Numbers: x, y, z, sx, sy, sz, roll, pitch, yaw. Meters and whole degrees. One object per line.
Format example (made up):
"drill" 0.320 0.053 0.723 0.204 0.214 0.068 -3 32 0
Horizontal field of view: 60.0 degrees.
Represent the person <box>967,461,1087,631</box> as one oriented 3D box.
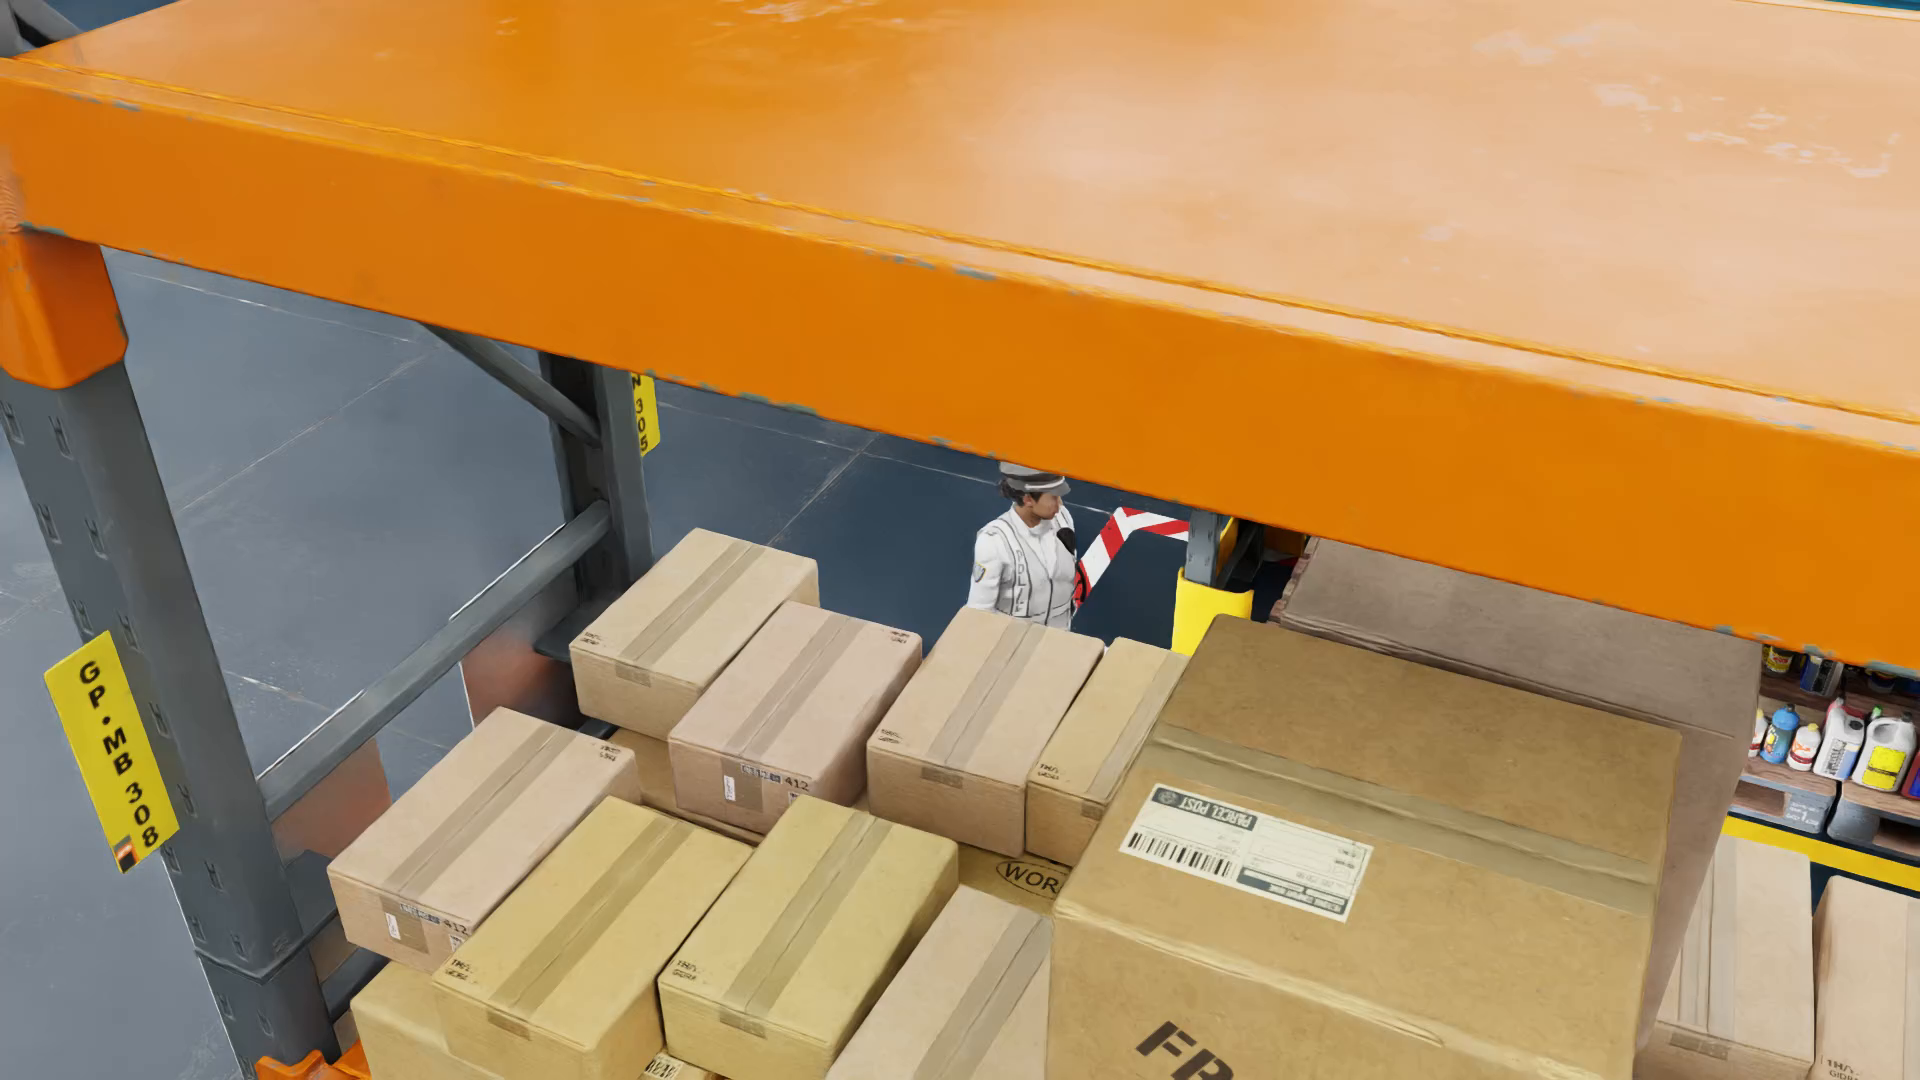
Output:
"person" 0.183 0.385 6.532 0.637 1.661 0.424 -20 39 -27
